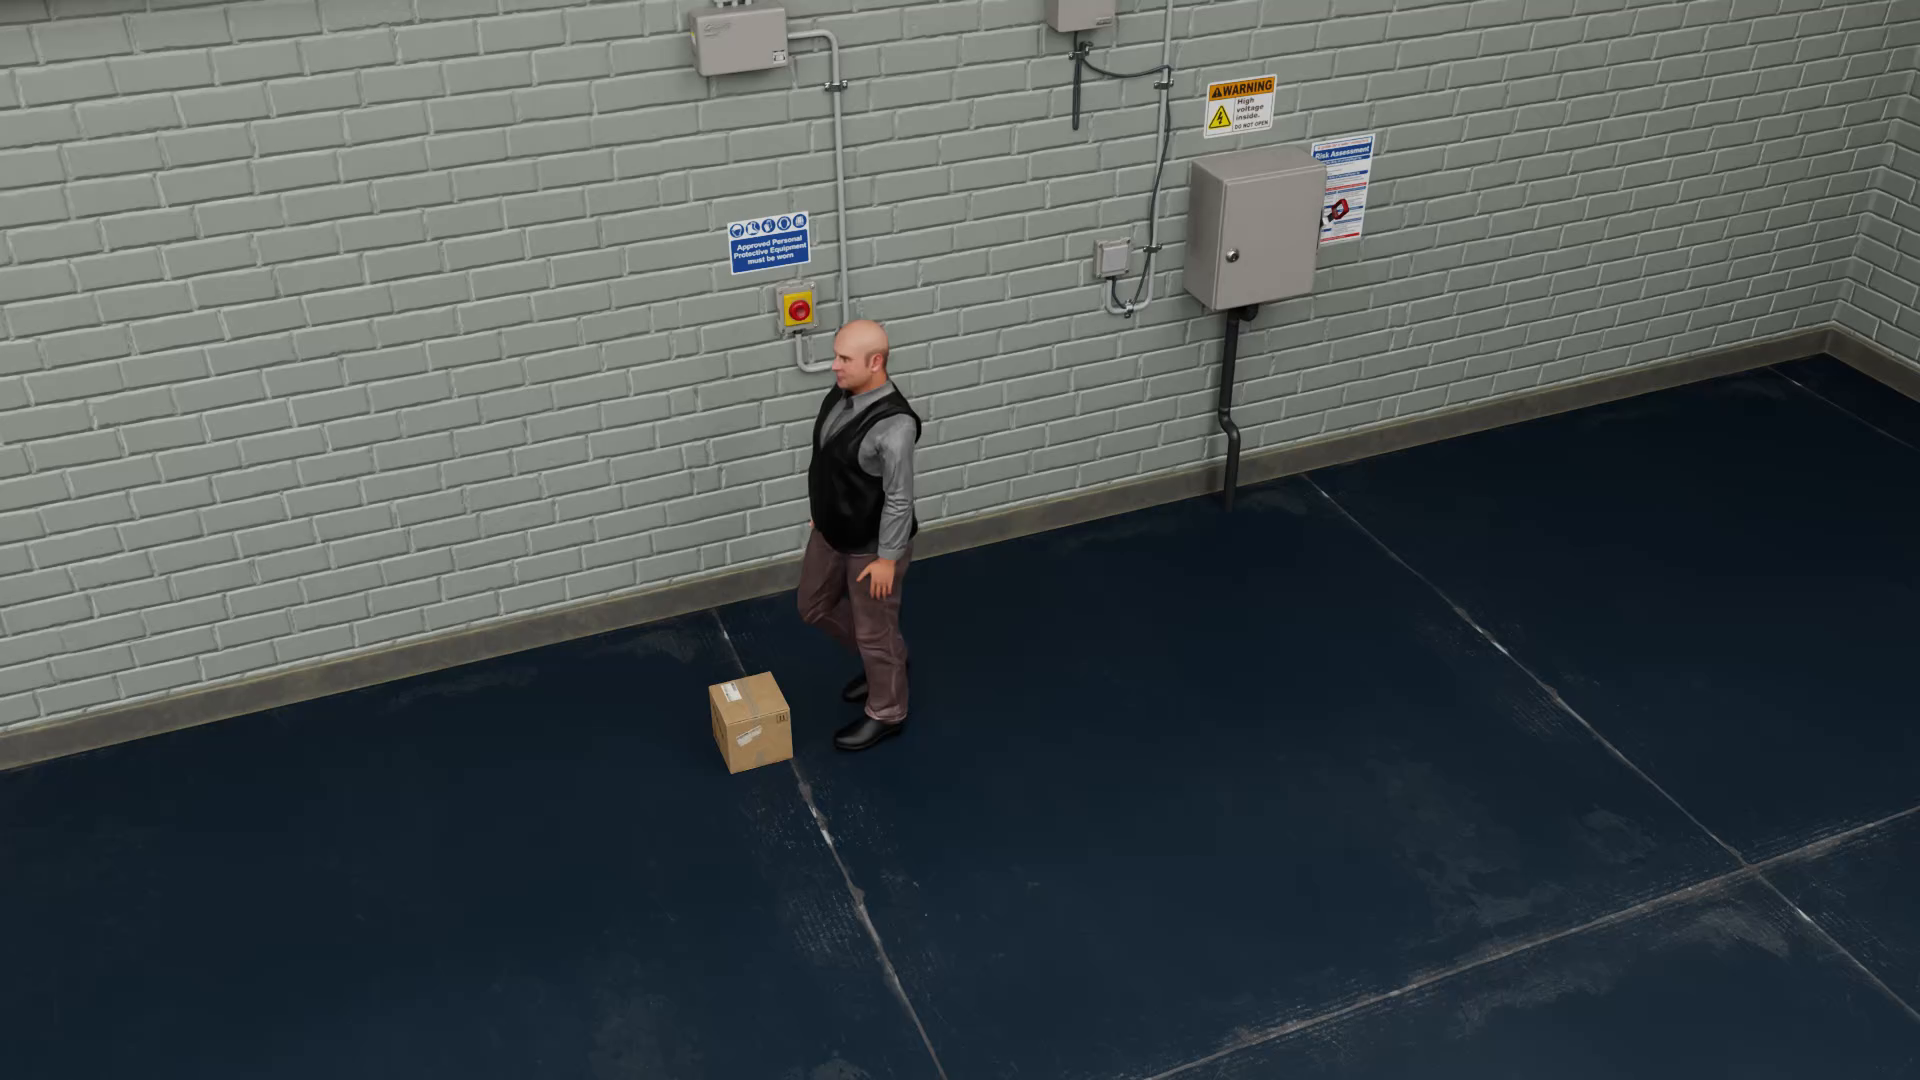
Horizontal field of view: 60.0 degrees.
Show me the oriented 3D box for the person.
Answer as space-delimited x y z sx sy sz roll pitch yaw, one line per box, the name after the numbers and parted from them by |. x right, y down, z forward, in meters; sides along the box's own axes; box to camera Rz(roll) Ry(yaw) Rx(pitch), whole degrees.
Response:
-0.365 -0.014 6.158 0.430 1.728 0.558 -16 36 -23 | person
